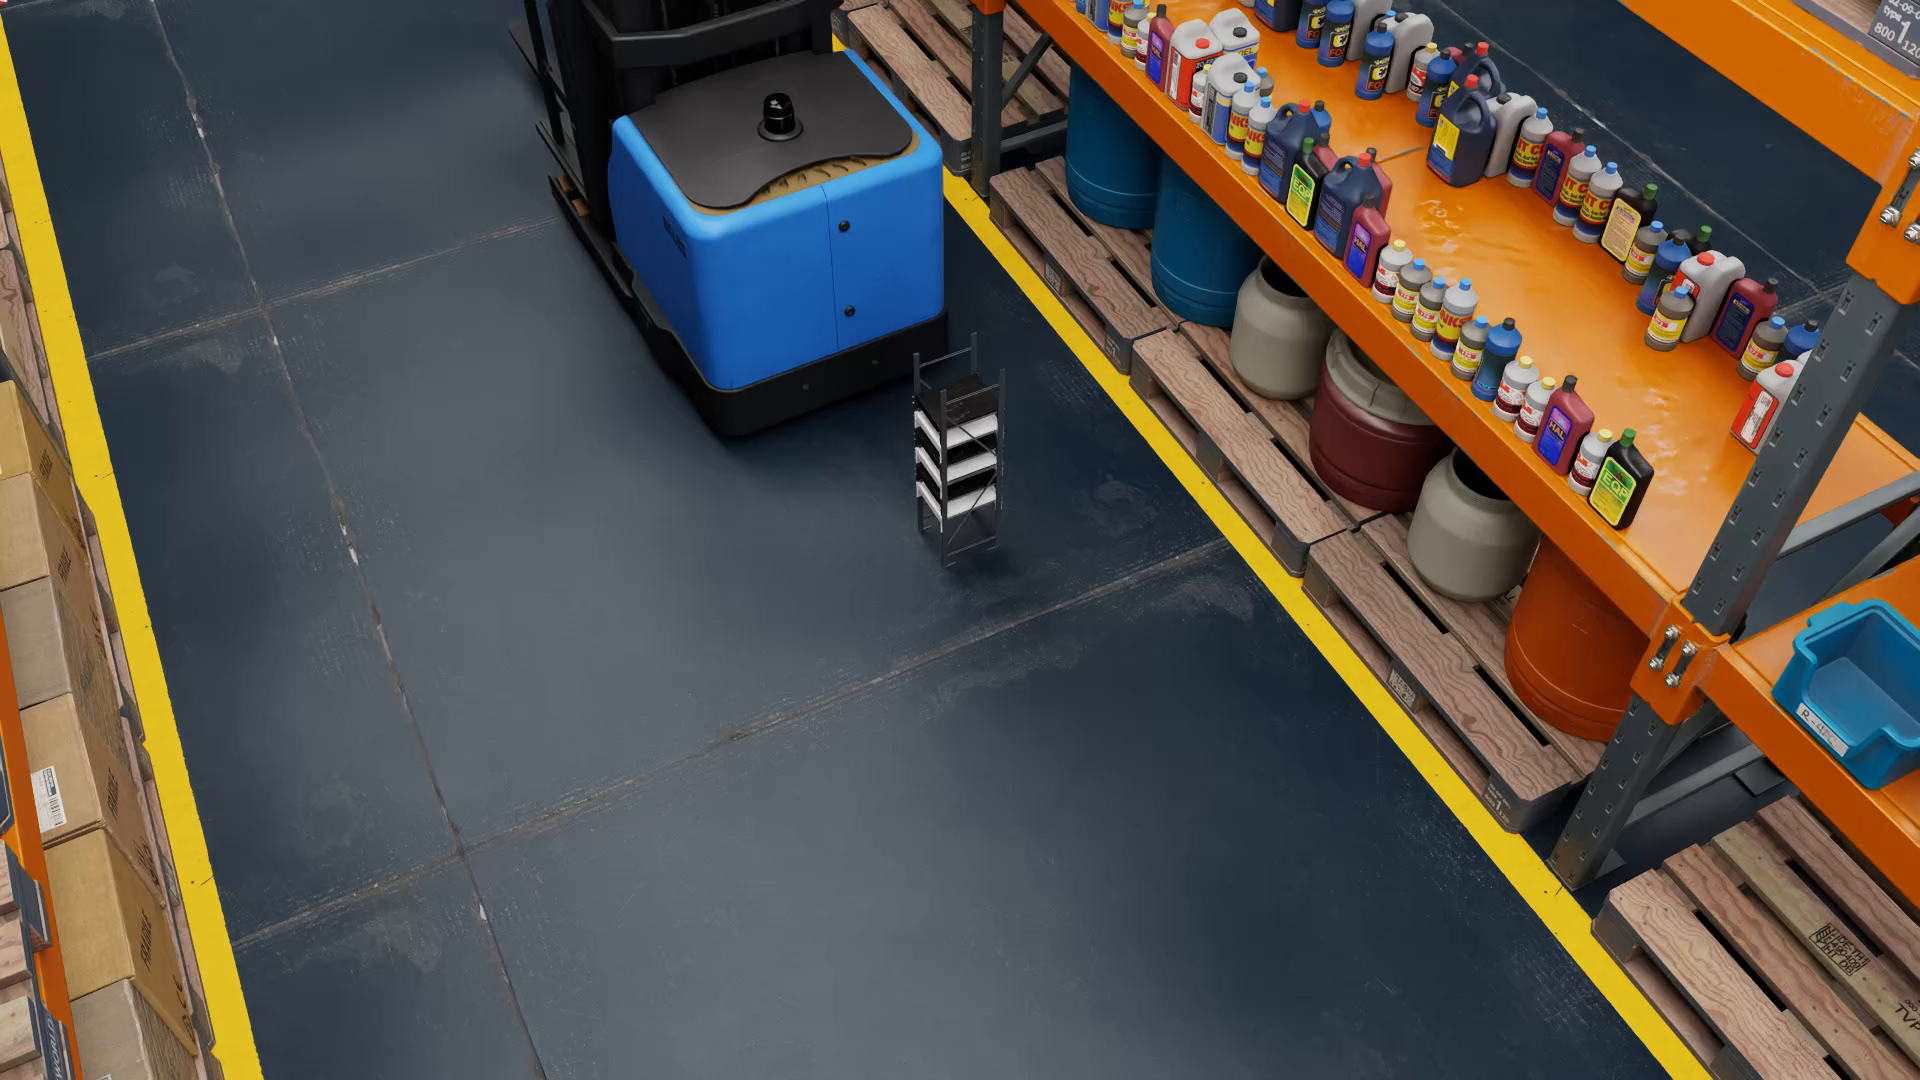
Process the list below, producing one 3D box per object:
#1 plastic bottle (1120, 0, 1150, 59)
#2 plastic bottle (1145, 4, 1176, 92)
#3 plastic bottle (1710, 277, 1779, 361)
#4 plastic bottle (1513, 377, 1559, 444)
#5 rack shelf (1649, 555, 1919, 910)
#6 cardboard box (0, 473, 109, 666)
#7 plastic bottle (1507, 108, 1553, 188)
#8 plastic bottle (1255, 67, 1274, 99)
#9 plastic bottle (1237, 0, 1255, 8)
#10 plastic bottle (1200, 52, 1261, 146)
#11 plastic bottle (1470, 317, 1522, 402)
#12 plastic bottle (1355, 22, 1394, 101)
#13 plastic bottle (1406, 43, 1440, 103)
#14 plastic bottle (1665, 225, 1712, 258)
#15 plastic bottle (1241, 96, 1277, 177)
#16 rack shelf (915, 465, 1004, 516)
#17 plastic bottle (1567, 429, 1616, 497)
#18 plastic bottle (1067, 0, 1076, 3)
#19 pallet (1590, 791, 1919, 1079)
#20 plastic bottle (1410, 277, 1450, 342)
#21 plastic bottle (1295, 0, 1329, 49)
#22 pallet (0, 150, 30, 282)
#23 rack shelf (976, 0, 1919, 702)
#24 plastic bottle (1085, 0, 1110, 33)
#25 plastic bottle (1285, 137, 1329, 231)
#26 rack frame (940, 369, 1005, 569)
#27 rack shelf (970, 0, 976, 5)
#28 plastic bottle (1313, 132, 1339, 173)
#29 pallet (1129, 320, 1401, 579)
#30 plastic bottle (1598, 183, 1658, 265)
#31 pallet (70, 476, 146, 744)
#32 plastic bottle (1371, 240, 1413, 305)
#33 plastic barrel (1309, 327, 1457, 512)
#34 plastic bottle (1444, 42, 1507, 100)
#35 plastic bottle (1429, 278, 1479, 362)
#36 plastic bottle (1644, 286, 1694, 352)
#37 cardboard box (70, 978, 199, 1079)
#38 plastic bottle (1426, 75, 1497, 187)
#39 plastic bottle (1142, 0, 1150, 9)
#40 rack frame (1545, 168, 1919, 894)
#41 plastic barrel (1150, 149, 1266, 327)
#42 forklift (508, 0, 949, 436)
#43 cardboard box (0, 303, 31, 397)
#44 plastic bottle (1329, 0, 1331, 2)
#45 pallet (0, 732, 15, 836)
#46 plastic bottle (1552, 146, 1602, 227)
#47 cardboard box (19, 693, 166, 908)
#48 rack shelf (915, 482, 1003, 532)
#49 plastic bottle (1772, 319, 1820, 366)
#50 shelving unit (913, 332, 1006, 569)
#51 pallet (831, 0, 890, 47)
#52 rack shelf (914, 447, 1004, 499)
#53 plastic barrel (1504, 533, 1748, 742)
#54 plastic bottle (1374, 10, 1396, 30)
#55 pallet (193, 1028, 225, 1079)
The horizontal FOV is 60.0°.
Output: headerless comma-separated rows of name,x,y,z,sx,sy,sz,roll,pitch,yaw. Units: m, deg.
plastic bottle,0.635,-1.855,6.011,0.097,0.201,0.097,0,49,0
plastic bottle,0.716,-1.733,5.850,0.061,0.283,0.133,-21,52,-18
plastic bottle,2.332,-0.679,4.929,0.061,0.283,0.133,-21,52,-18
plastic bottle,1.645,-0.377,4.719,0.097,0.201,0.097,0,49,0
rack shelf,3.267,1.494,3.428,1.077,0.370,4.000,-21,52,-18
cardboard box,-3.185,0.189,5.460,0.500,0.500,0.500,-21,52,-17
plastic bottle,1.884,-1.300,5.479,0.097,0.271,0.097,0,49,0
plastic bottle,1.027,-1.532,5.729,0.097,0.201,0.097,0,49,0
plastic bottle,1.105,-2.190,6.205,0.144,0.351,0.185,-21,52,-18
plastic bottle,0.925,-1.501,5.653,0.152,0.276,0.135,-21,52,-18
plastic bottle,1.556,-0.531,4.807,0.097,0.271,0.097,0,49,0
plastic bottle,1.453,-1.681,5.813,0.097,0.271,0.097,0,49,0
plastic bottle,1.632,-1.645,5.828,0.097,0.201,0.097,0,49,0
plastic bottle,2.209,-0.859,5.086,0.061,0.283,0.133,-21,52,-18
plastic bottle,0.998,-1.348,5.521,0.097,0.271,0.097,0,49,0
rack shelf,-0.004,-0.221,6.009,0.258,0.077,0.200,-21,52,-18
plastic bottle,1.751,-0.223,4.584,0.097,0.201,0.097,0,49,0
plastic bottle,0.440,-2.140,6.261,0.097,0.201,0.097,0,49,0
pallet,2.672,1.369,4.913,1.003,0.211,1.213,-21,52,-18
plastic bottle,1.423,-0.703,5.004,0.097,0.201,0.097,0,49,0
plastic bottle,1.285,-1.926,6.027,0.097,0.271,0.097,0,49,0
pallet,-4.760,-1.414,7.347,1.003,0.211,1.213,-21,52,-18
rack shelf,1.437,-1.183,5.770,1.077,0.370,4.000,-21,52,-18
plastic bottle,0.562,-2.031,6.116,0.152,0.276,0.135,-21,52,-18
plastic bottle,1.119,-1.144,5.336,0.061,0.283,0.133,-21,52,-18
rack frame,0.043,-0.234,5.857,0.240,0.900,0.006,-21,52,-18
rack shelf,-0.394,-3.860,8.111,1.077,0.370,4.000,-21,52,-18
plastic bottle,1.173,-1.165,5.354,0.061,0.283,0.133,-21,52,-18
pallet,1.400,-0.492,6.540,1.003,0.211,1.213,-21,52,-18
plastic bottle,2.103,-1.013,5.221,0.061,0.283,0.133,-21,52,-18
pallet,-3.479,0.395,5.764,1.003,0.211,1.213,-21,52,-18
plastic bottle,1.334,-0.833,5.118,0.097,0.201,0.097,0,49,0
plastic barrel,1.596,-0.503,6.020,0.600,0.588,0.708,-21,52,-18
plastic bottle,1.737,-1.502,5.604,0.144,0.351,0.185,-21,52,-18
plastic bottle,1.467,-0.661,4.921,0.097,0.271,0.097,0,49,0
plastic bottle,2.127,-0.671,4.976,0.097,0.201,0.097,0,49,0
cardboard box,-2.253,1.549,4.271,0.500,0.500,0.500,-23,53,-19
plastic bottle,1.664,-1.360,5.479,0.144,0.351,0.185,-21,52,-18
plastic bottle,0.665,-2.062,6.193,0.097,0.201,0.097,0,49,0
rack frame,2.352,-0.081,4.328,1.000,3.000,0.127,-21,52,-18
plastic barrel,1.079,-1.362,6.563,0.600,0.901,0.708,-21,52,-18
forklift,-1.197,-2.483,6.474,1.130,2.935,3.031,-22,53,-18
cardboard box,-3.884,-0.670,6.337,0.500,0.311,0.500,-21,52,-18
plastic bottle,1.387,-1.983,6.074,0.152,0.276,0.135,-21,52,-18
pallet,-2.948,0.386,4.047,1.003,0.211,1.213,-21,52,-18
plastic bottle,1.990,-1.145,5.344,0.097,0.271,0.097,0,49,0
cardboard box,-2.721,0.864,4.870,0.500,0.500,0.500,-23,53,-19
rack shelf,-0.004,-0.161,6.077,0.258,0.077,0.200,-21,52,-18
plastic bottle,2.413,-0.527,4.803,0.097,0.271,0.097,0,49,0
shelving unit,-0.004,-0.302,5.916,0.258,0.900,0.210,-21,52,-18
pallet,-0.412,-3.137,8.853,1.003,0.211,1.213,-21,52,-18
rack shelf,-0.004,-0.280,5.941,0.258,0.077,0.200,-21,52,-18
plastic barrel,2.113,0.174,5.268,0.600,0.830,0.708,-21,52,-18
plastic bottle,1.526,-1.800,5.964,0.097,0.201,0.097,0,49,0
pallet,-2.362,2.028,4.336,1.003,0.211,1.213,-21,52,-18
